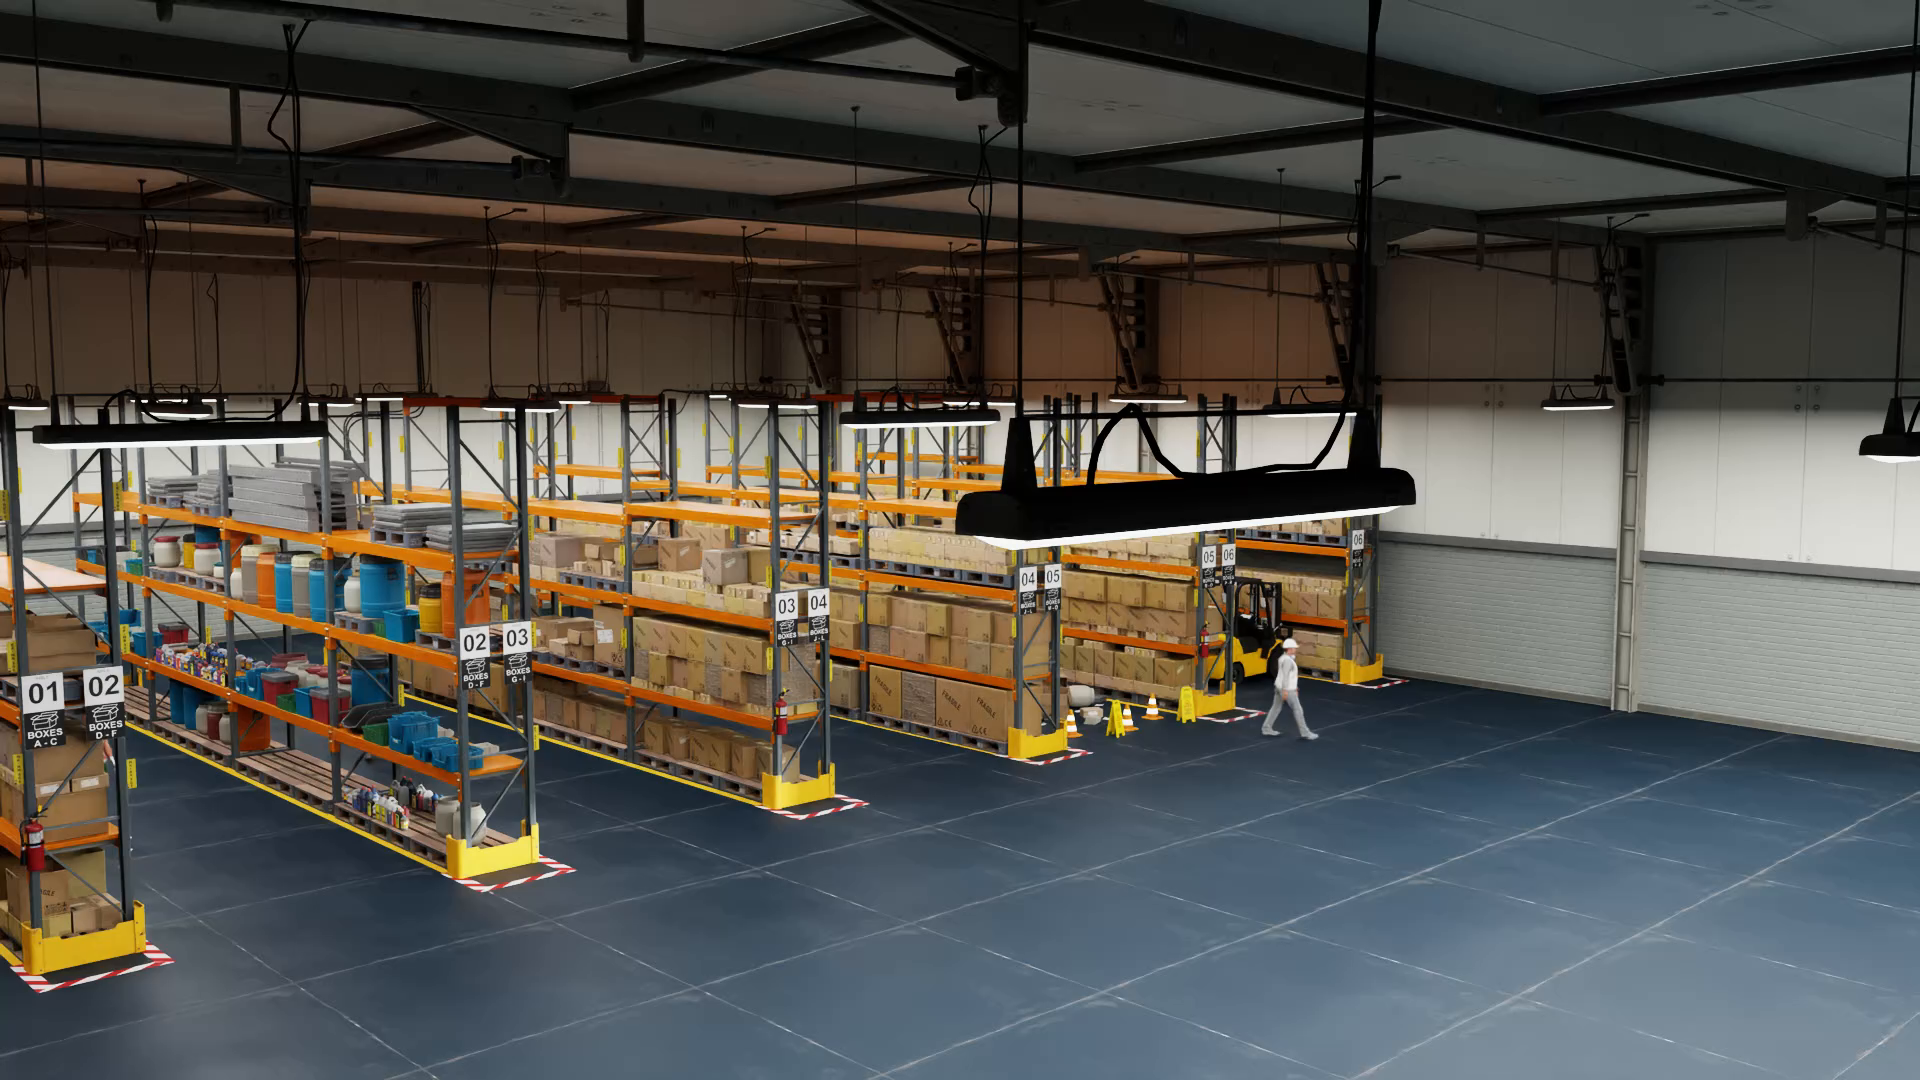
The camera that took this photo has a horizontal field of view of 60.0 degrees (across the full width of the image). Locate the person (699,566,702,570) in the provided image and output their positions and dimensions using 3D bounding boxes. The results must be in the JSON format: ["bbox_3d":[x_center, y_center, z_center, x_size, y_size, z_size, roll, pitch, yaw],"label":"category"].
[{"bbox_3d":[-6.453,1.506,40.980,0.922,1.736,0.585,-1,6,-14],"label":"person"}]

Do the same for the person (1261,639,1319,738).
[{"bbox_3d":[5.816,2.605,29.371,0.942,1.725,0.562,-1,6,-6],"label":"person"}]

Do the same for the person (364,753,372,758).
[{"bbox_3d":[-9.948,2.801,27.820,0.517,1.671,0.458,-3,6,-26],"label":"person"}]

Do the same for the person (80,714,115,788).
[{"bbox_3d":[-12.119,3.193,23.377,0.694,1.796,0.569,2,6,24],"label":"person"}]
